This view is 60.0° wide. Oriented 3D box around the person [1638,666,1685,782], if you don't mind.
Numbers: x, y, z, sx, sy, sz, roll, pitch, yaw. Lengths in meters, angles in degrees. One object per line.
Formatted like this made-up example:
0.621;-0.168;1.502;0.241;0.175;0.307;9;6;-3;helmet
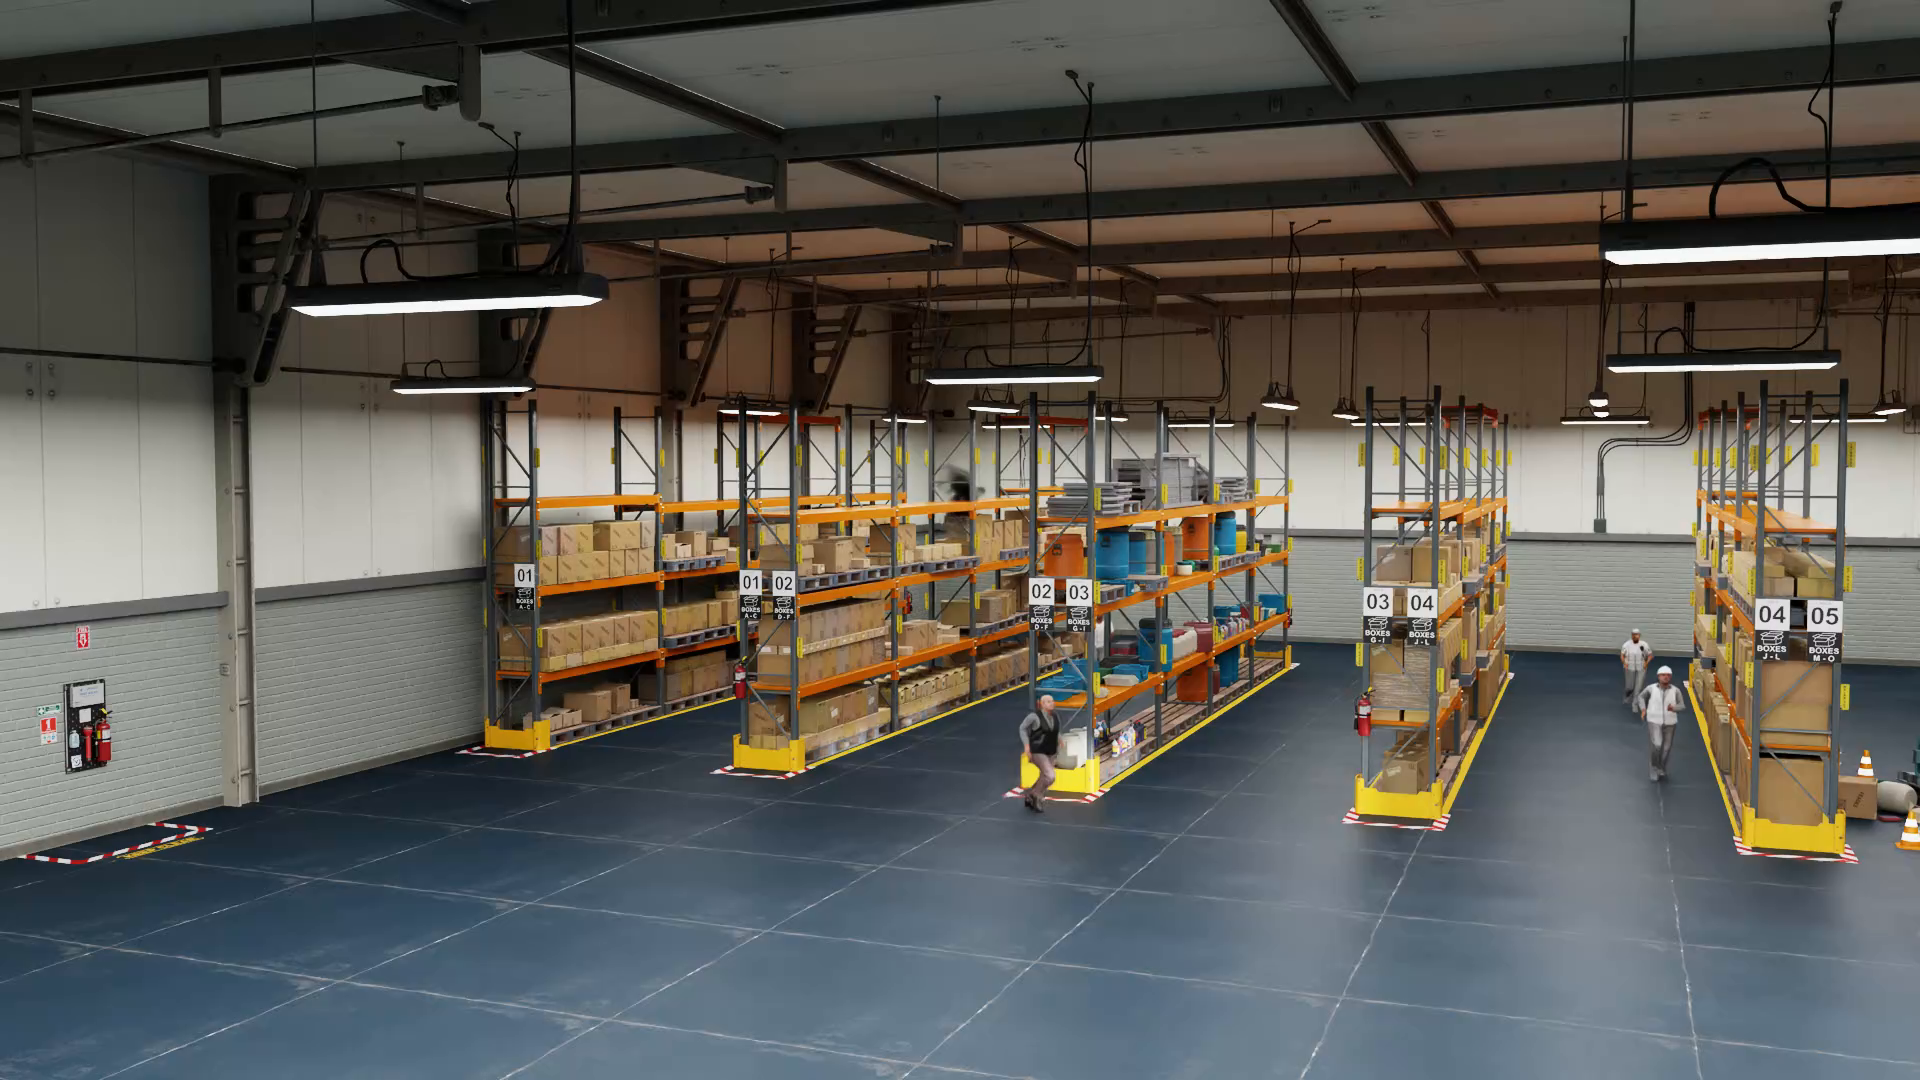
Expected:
10.883;2.846;25.770;0.638;1.790;0.686;1;3;12;person

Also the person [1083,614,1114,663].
3.039;2.338;36.592;0.700;1.718;0.625;1;3;14;person

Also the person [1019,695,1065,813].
1.172;2.994;23.406;0.580;1.652;0.771;-3;4;-42;person

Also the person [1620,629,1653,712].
13.403;2.575;32.949;0.603;1.644;0.603;1;3;23;person
